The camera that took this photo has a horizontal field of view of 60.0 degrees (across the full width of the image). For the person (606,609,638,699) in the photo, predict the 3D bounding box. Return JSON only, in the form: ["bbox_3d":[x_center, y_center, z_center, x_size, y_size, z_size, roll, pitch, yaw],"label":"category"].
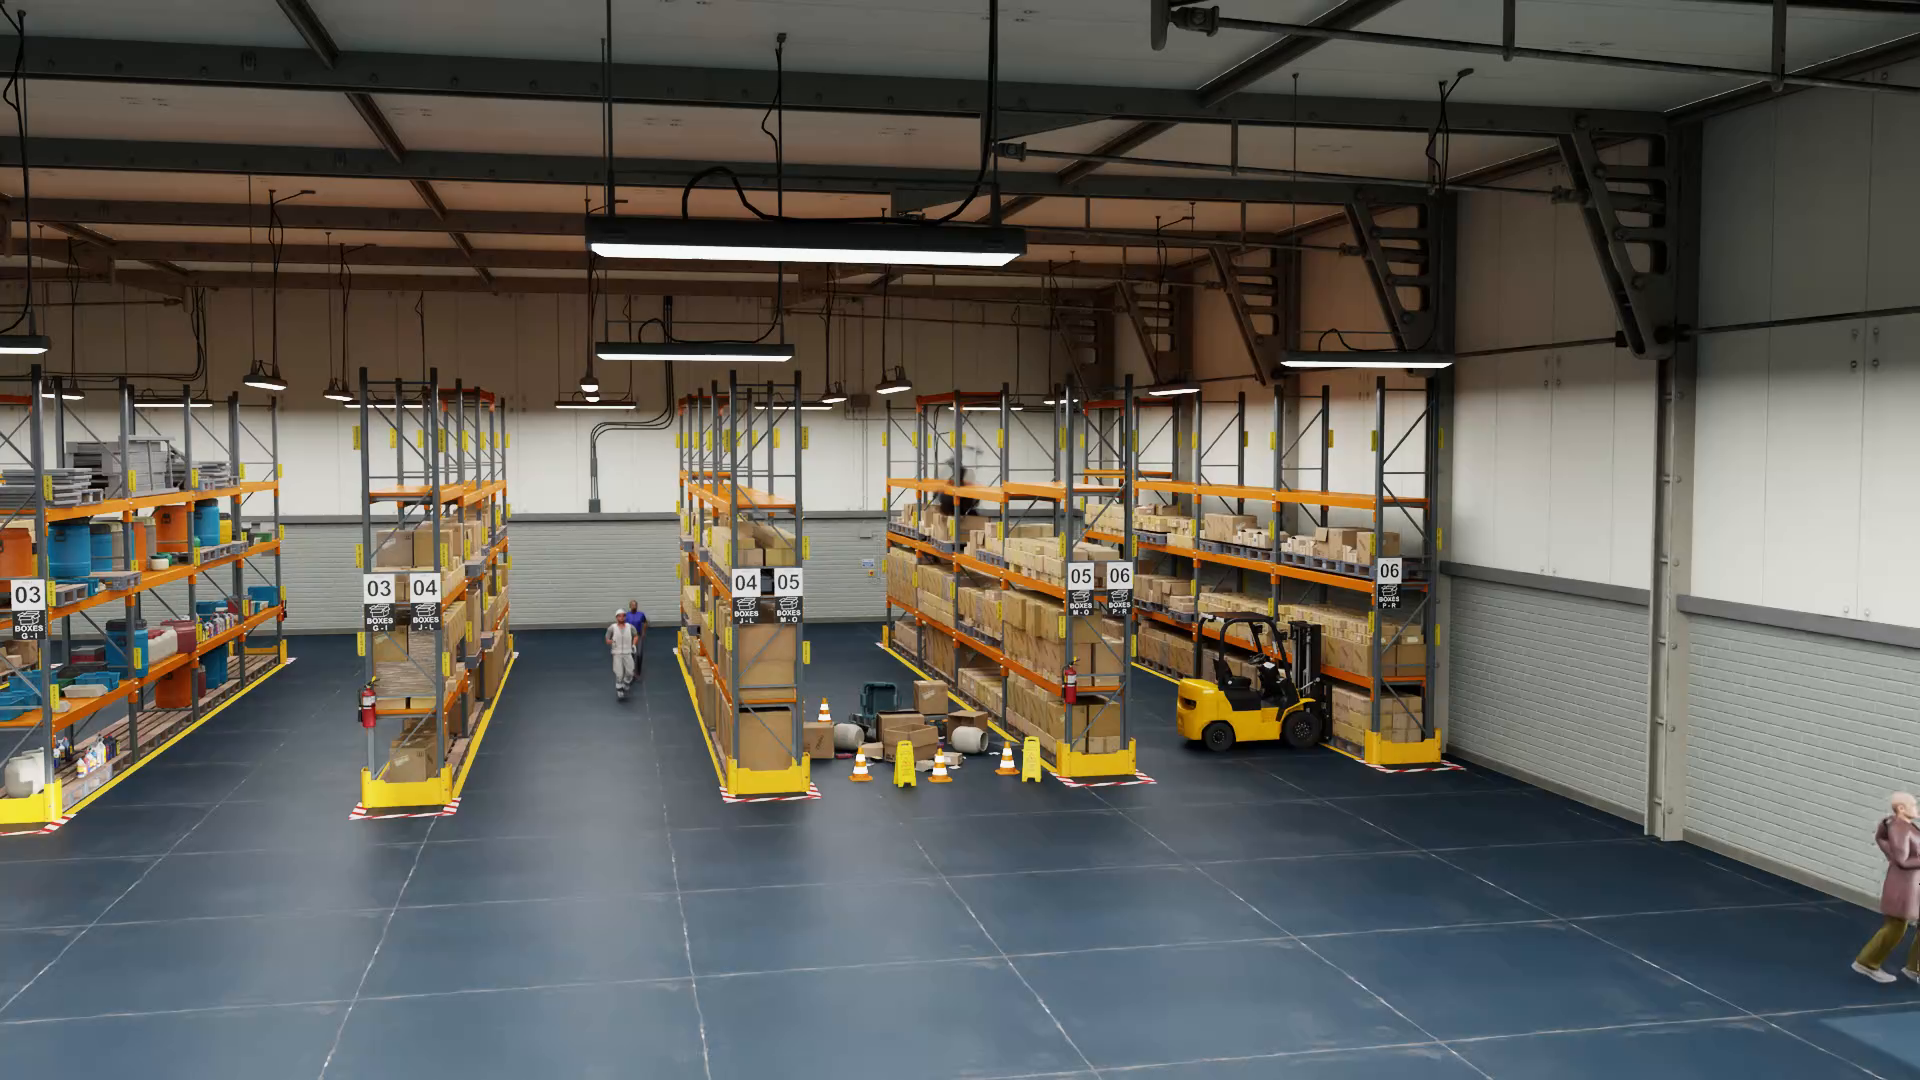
[{"bbox_3d":[-6.481,2.208,31.986,0.641,1.746,0.601,-1,4,-17],"label":"person"}]

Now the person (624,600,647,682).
[{"bbox_3d":[-6.801,2.118,34.761,0.556,1.702,0.714,-1,4,-14],"label":"person"}]

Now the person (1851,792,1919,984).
[{"bbox_3d":[8.595,3.209,15.137,0.805,1.837,0.686,3,4,40],"label":"person"}]
